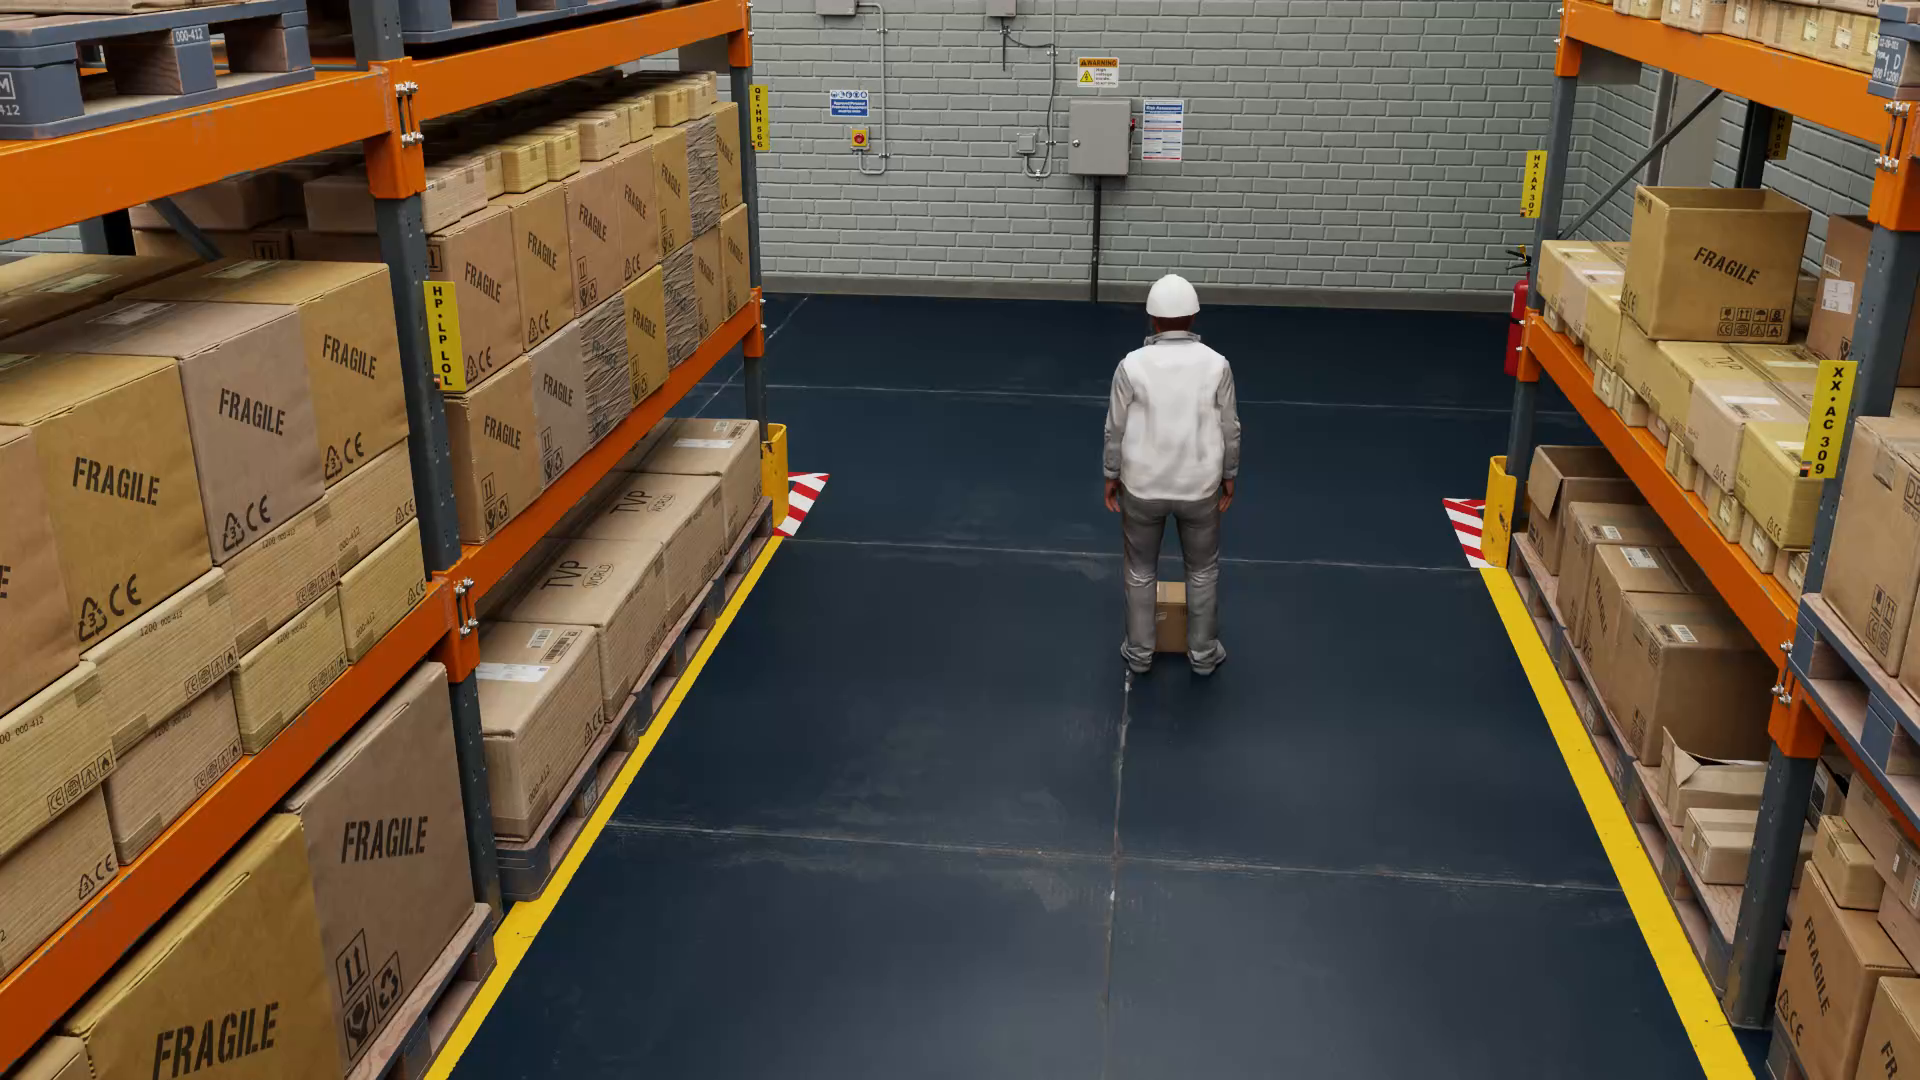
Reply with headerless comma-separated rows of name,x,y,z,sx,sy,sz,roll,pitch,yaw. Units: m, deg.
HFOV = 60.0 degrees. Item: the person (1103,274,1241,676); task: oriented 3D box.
person,0.915,-0.262,7.225,0.594,1.772,0.460,1,21,3
